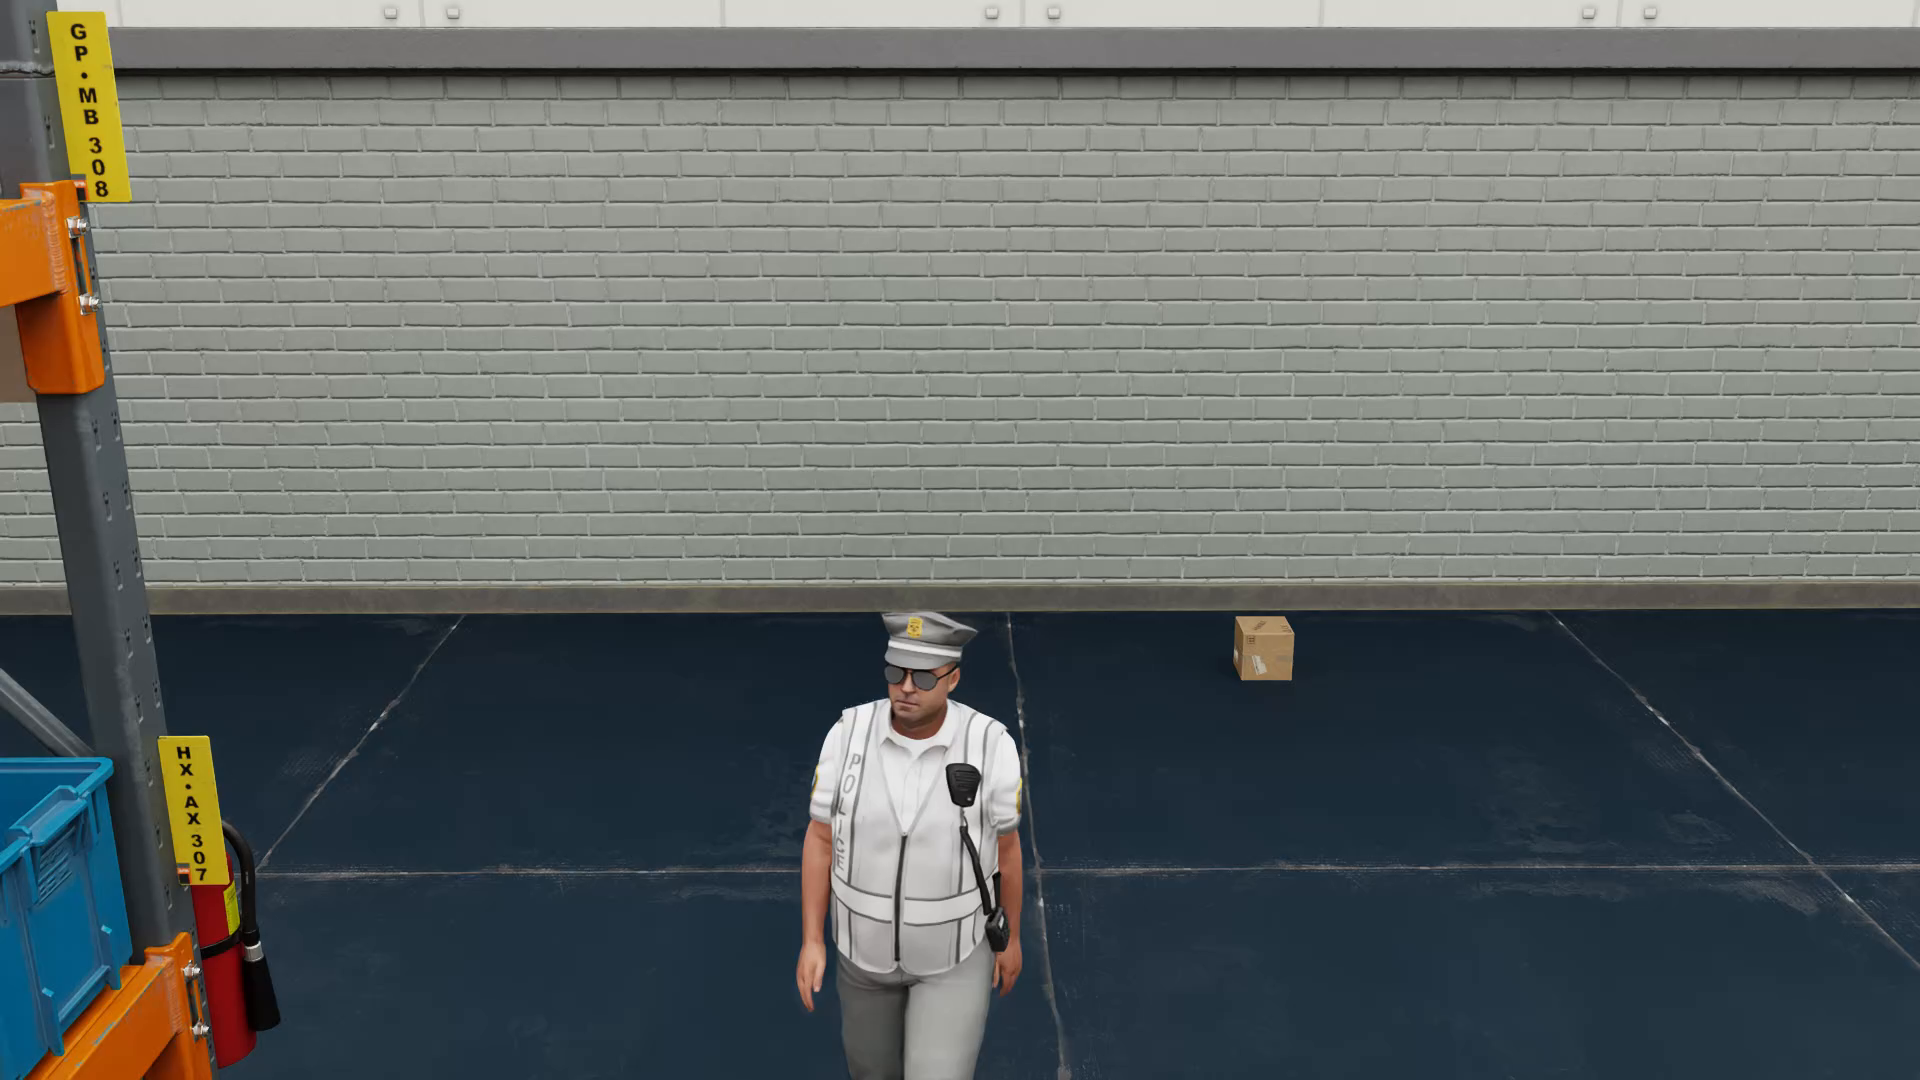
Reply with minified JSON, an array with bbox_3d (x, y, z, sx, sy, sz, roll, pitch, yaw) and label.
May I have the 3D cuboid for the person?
[{"bbox_3d":[-0.127,0.987,4.240,0.548,1.734,0.952,3,17,11],"label":"person"}]
